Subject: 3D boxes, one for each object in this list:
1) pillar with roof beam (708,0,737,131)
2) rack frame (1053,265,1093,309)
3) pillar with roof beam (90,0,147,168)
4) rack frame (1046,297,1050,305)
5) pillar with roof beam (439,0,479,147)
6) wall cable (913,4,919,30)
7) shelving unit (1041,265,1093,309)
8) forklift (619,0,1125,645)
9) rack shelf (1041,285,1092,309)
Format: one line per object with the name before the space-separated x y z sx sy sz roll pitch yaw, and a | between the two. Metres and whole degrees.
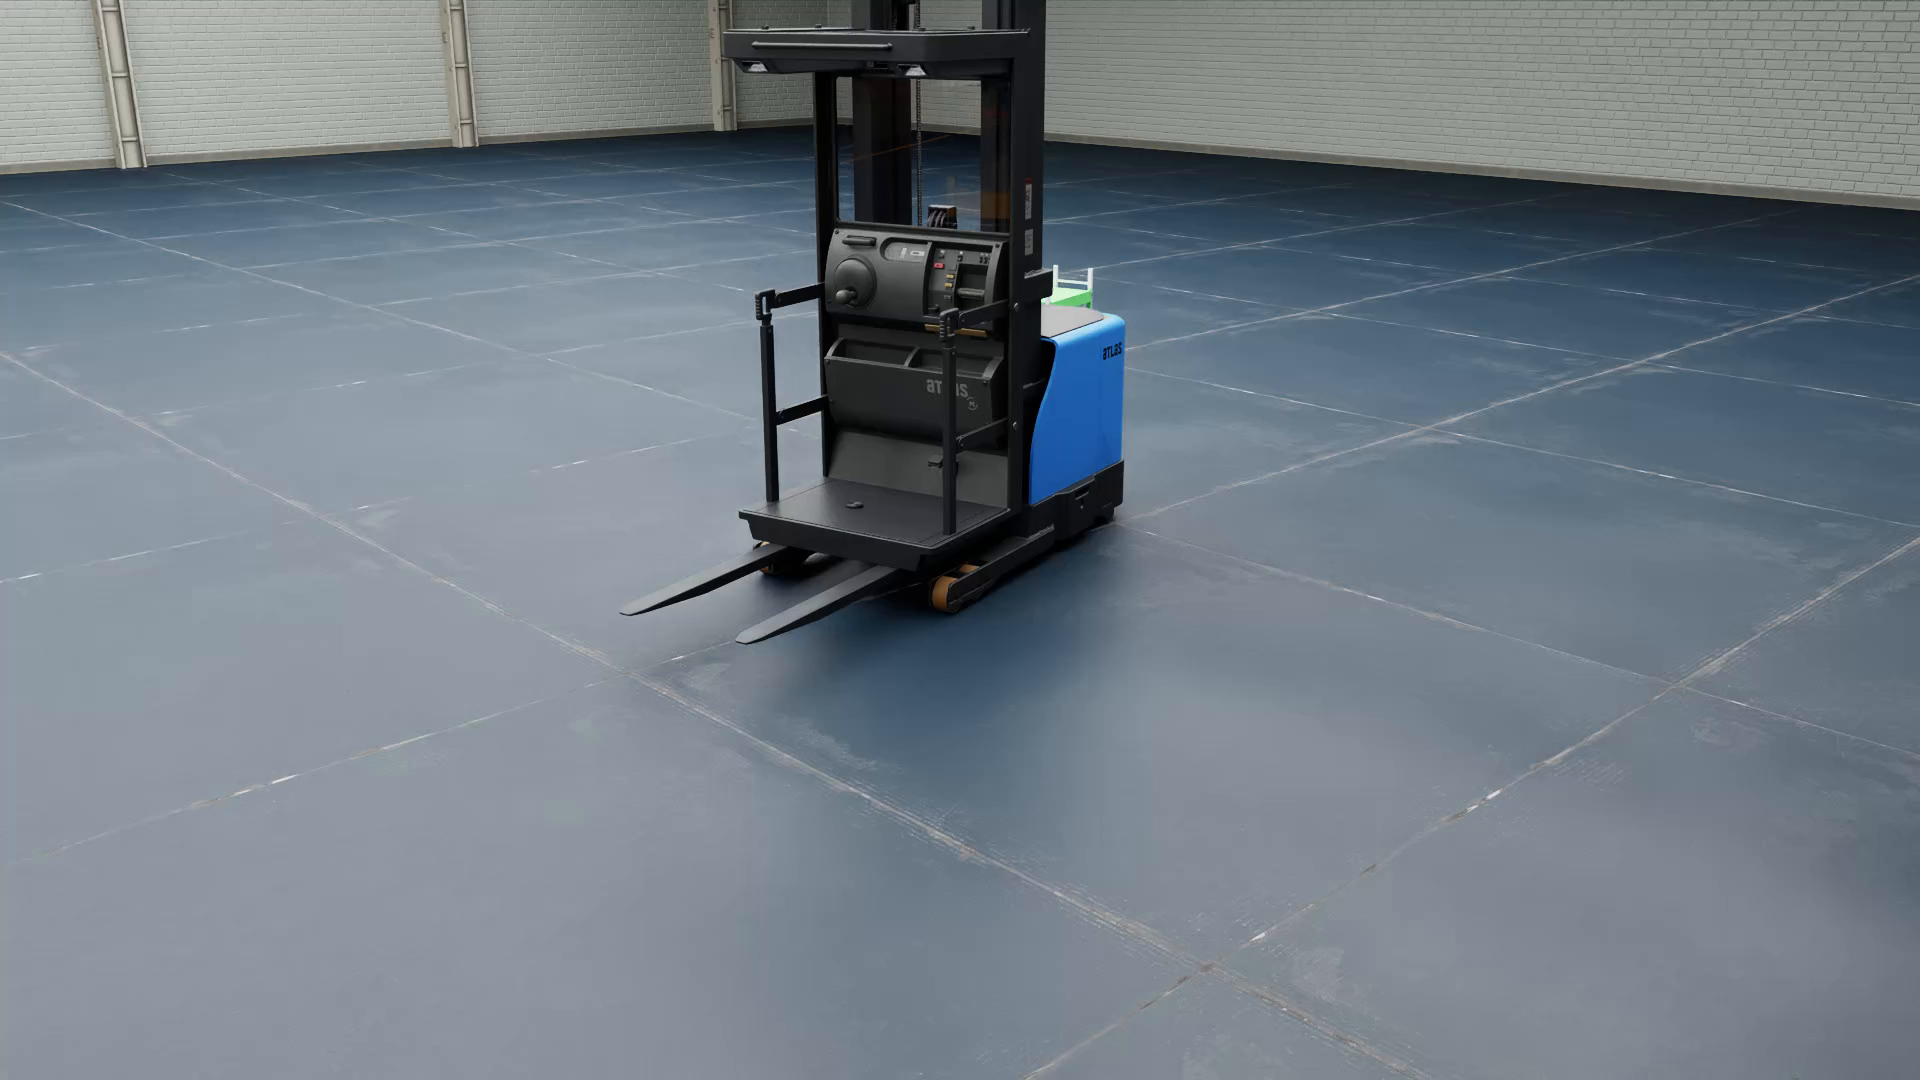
pillar with roof beam | -2.033 -12.032 31.005 0.400 9.000 9.100 -16 24 -41
rack frame | 0.633 -0.957 9.489 0.240 1.200 0.015 11 21 30
pillar with roof beam | -10.752 -9.489 23.162 0.400 9.000 9.100 -16 24 -41
rack frame | 0.377 -0.828 9.094 0.240 1.200 0.015 11 21 30
pillar with roof beam | -6.393 -10.761 27.083 0.400 9.000 9.100 -16 24 -41
wall cable | -1.942 -11.848 35.471 0.112 2.526 3.097 -16 24 -41
shelving unit | 0.505 -0.892 9.292 0.258 1.200 0.503 11 21 30
forklift | -0.330 -1.228 7.521 1.130 2.935 3.031 11 21 30
rack shelf | 0.505 -1.288 9.163 0.258 0.148 0.480 11 21 30
